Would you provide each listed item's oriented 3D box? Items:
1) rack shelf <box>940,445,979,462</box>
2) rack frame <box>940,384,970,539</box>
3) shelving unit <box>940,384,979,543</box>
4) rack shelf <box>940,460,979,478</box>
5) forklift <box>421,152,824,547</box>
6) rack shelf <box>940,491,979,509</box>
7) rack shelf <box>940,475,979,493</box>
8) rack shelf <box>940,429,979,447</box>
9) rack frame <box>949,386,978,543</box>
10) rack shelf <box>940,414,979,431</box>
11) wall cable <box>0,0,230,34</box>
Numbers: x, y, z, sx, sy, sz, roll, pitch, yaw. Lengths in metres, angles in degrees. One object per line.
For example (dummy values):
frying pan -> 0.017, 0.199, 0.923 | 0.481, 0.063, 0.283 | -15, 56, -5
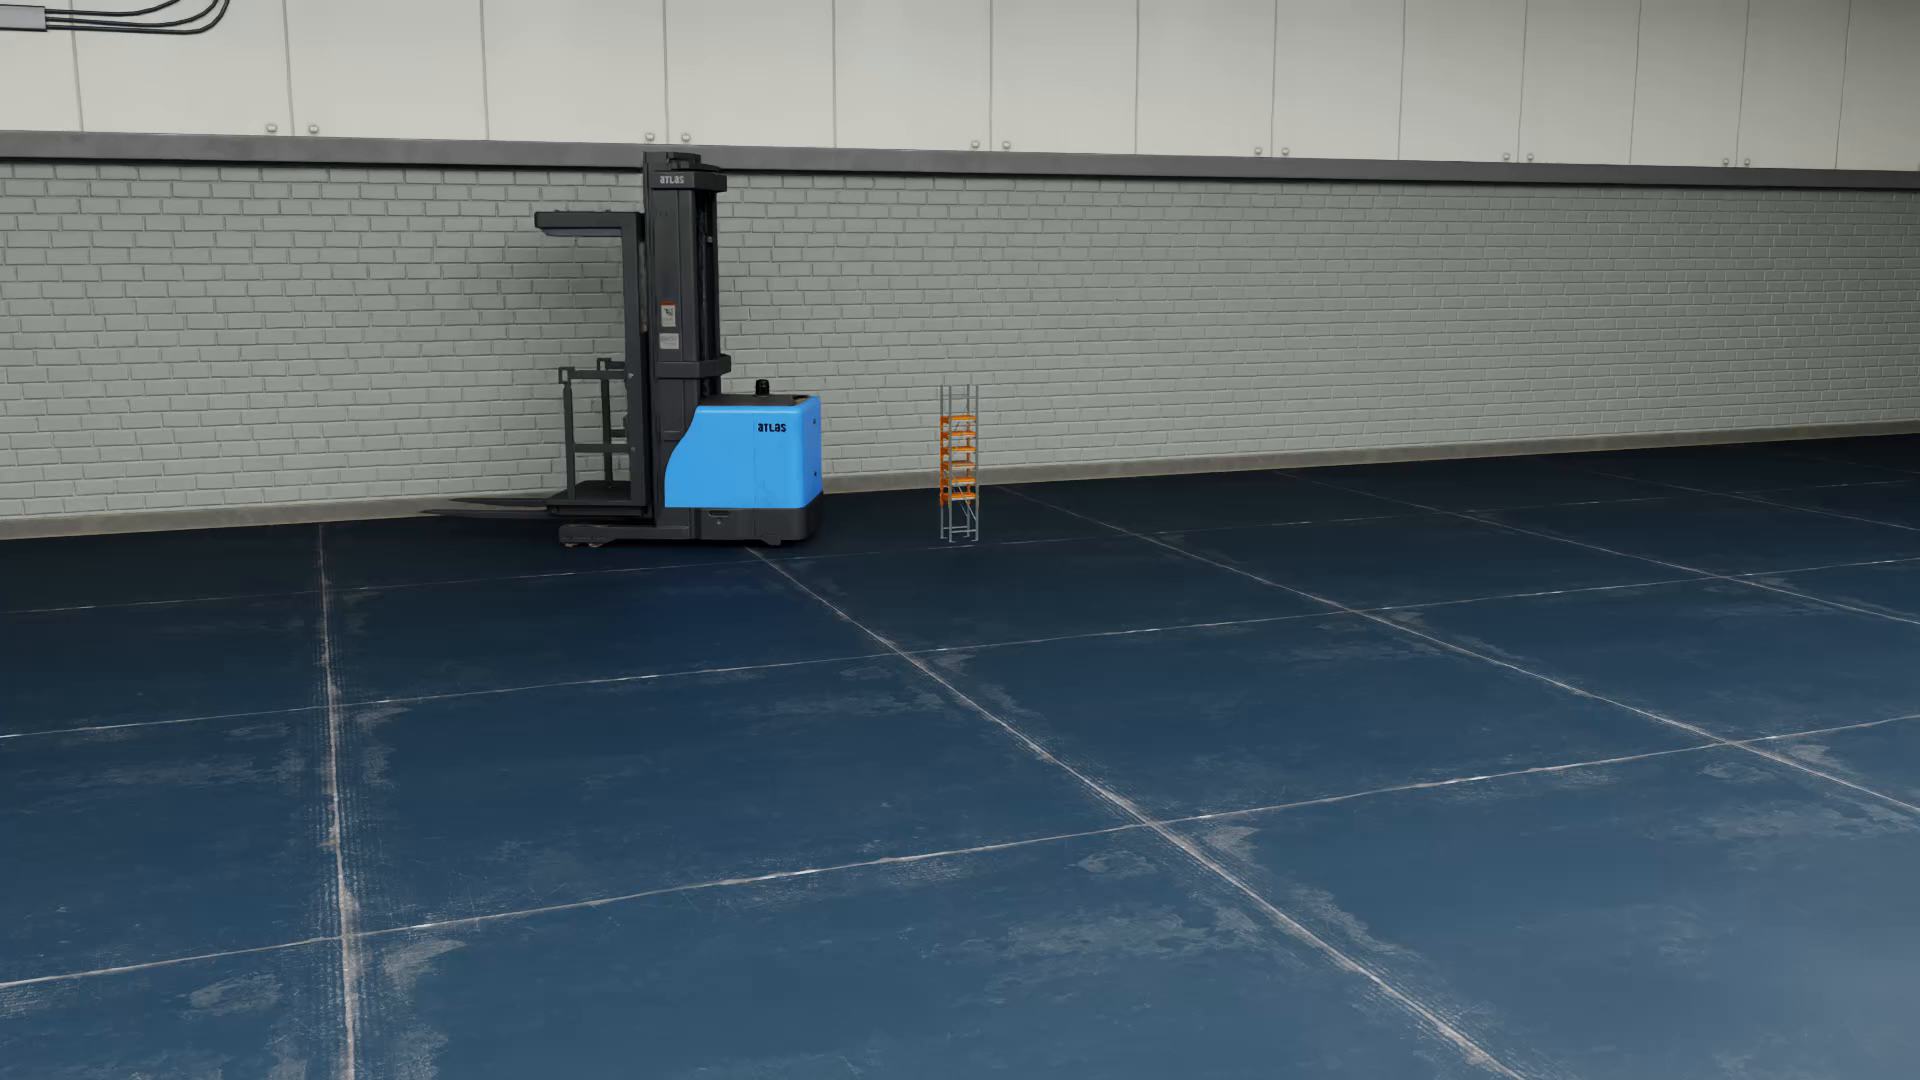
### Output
rack shelf -> -0.005, -0.667, 12.815 | 0.258, 0.103, 0.180 | -4, 11, -21
rack frame -> -0.038, -0.608, 12.912 | 0.240, 1.200, 0.006 | -4, 11, -21
shelving unit -> -0.005, -0.593, 12.828 | 0.258, 1.200, 0.189 | -4, 11, -21
rack shelf -> -0.005, -0.549, 12.836 | 0.258, 0.103, 0.180 | -4, 11, -21
forklift -> -2.639, -1.480, 12.872 | 3.031, 2.935, 1.130 | 1, 10, 4
rack shelf -> -0.005, -0.313, 12.878 | 0.258, 0.103, 0.180 | -4, 11, -21
rack shelf -> -0.005, -0.431, 12.857 | 0.258, 0.103, 0.180 | -4, 11, -21
rack shelf -> -0.005, -0.786, 12.794 | 0.258, 0.103, 0.180 | -4, 11, -21
rack frame -> 0.028, -0.578, 12.744 | 0.240, 1.200, 0.006 | -4, 11, -21
rack shelf -> -0.005, -0.904, 12.773 | 0.258, 0.103, 0.180 | -4, 11, -21
wall cable -> -6.678, -6.151, 12.091 | 2.305, 6.003, 0.169 | -4, 11, -21
